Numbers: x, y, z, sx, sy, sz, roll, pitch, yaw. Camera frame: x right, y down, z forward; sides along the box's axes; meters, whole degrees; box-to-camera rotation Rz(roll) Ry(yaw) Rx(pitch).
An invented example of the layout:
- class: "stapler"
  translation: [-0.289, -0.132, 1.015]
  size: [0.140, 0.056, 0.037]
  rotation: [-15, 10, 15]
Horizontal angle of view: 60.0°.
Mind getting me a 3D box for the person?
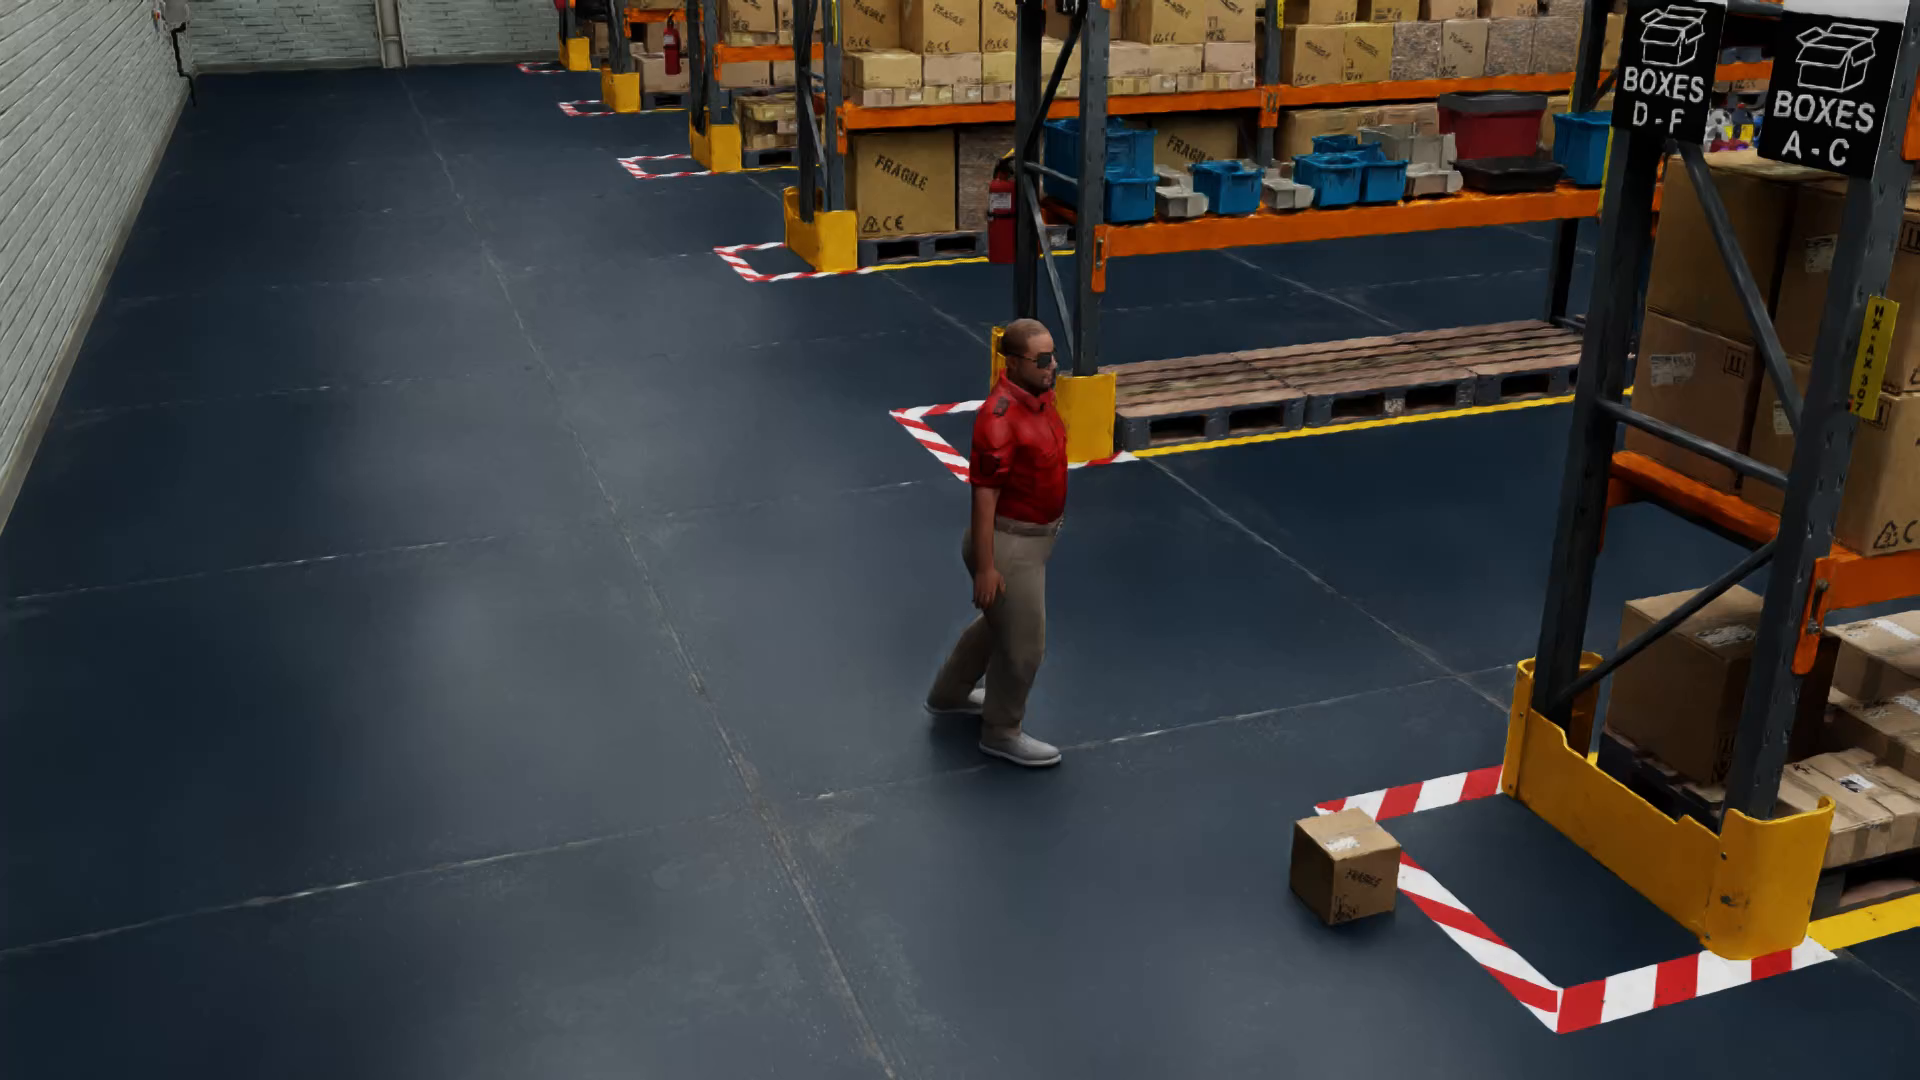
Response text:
- class: "person"
  translation: [0.123, -0.031, 6.100]
  size: [0.540, 1.644, 0.574]
  rotation: [5, 23, 13]
